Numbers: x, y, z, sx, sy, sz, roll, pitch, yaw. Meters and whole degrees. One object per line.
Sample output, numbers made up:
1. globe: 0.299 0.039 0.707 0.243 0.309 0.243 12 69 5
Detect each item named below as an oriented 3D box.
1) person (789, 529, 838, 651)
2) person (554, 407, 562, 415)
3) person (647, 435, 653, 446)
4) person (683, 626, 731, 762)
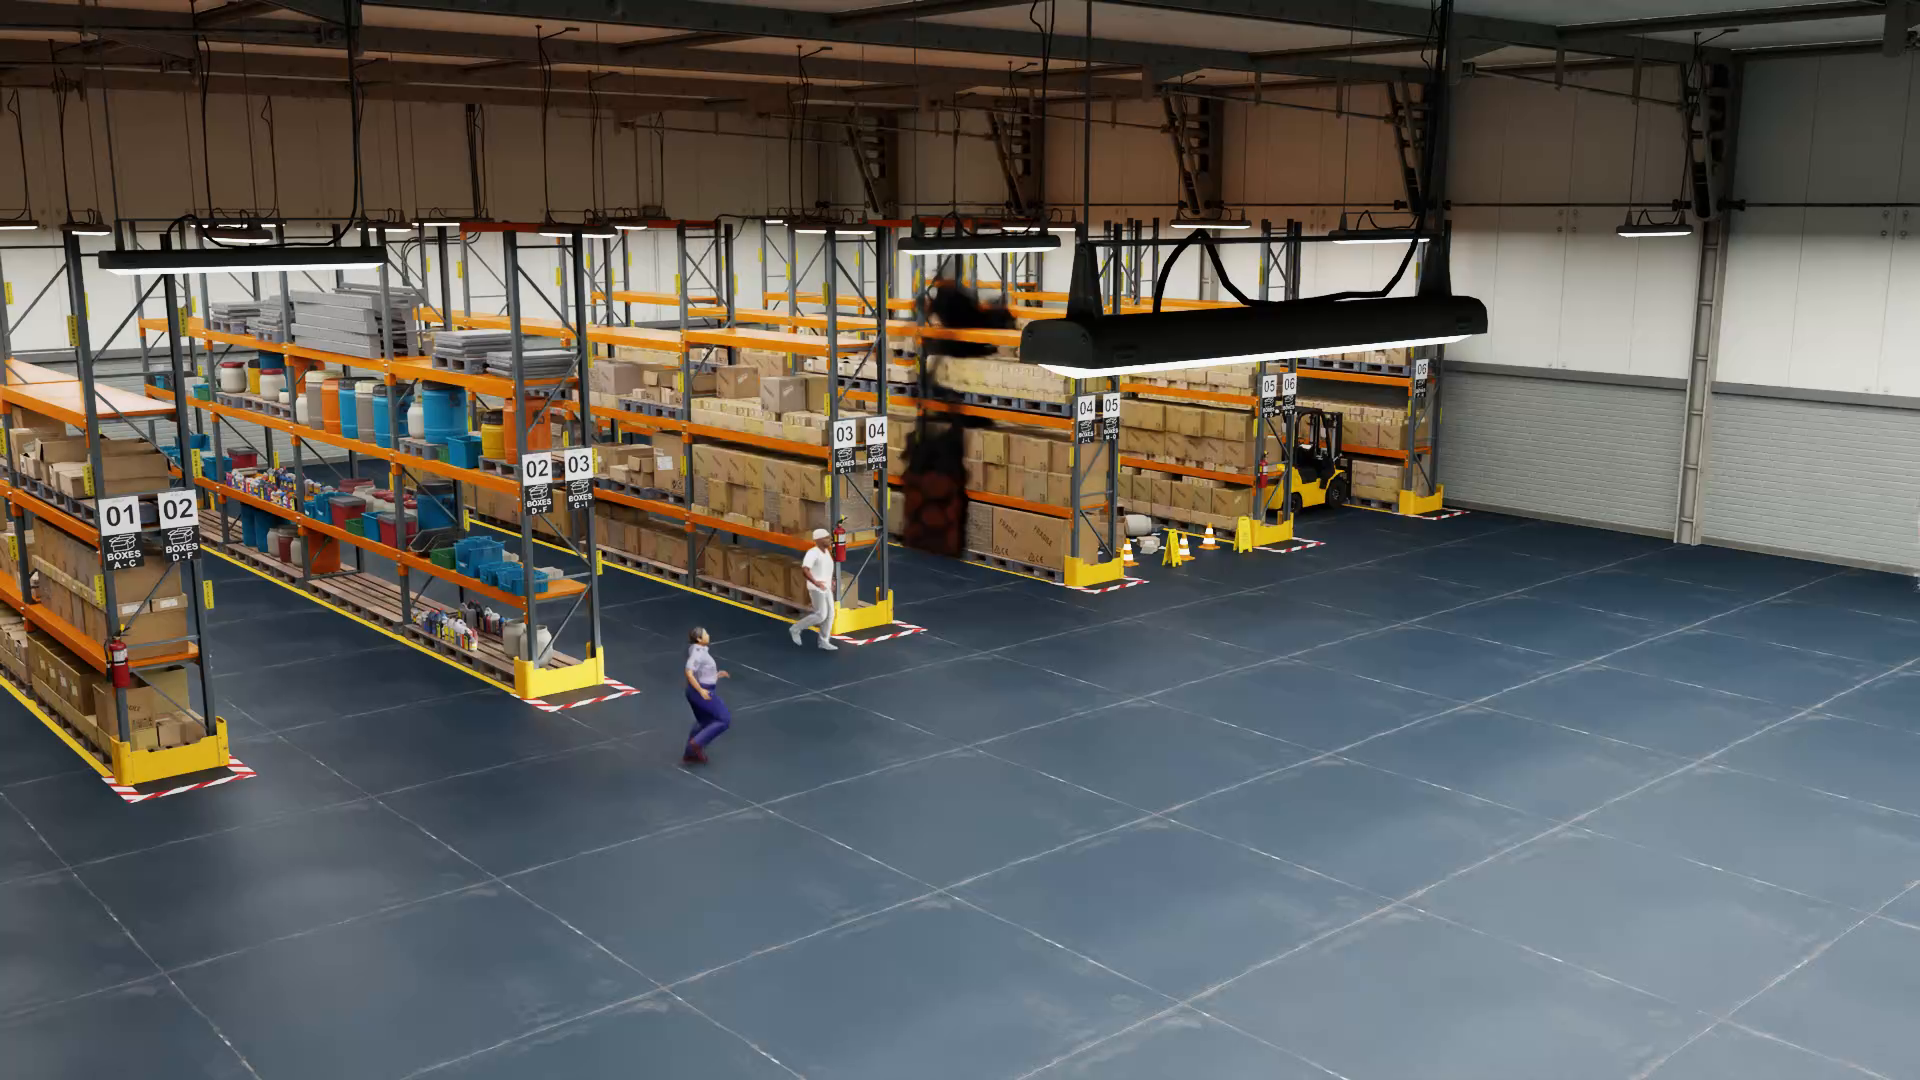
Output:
1. person: -2.067 0.693 24.106 0.713 1.734 0.750 3 12 15
2. person: -9.365 -2.243 38.633 0.646 1.712 0.798 -3 12 -15
3. person: -7.635 -2.759 41.249 0.835 1.690 0.600 8 14 35
4. person: -2.903 1.765 19.035 0.574 1.606 0.593 -4 12 -20
